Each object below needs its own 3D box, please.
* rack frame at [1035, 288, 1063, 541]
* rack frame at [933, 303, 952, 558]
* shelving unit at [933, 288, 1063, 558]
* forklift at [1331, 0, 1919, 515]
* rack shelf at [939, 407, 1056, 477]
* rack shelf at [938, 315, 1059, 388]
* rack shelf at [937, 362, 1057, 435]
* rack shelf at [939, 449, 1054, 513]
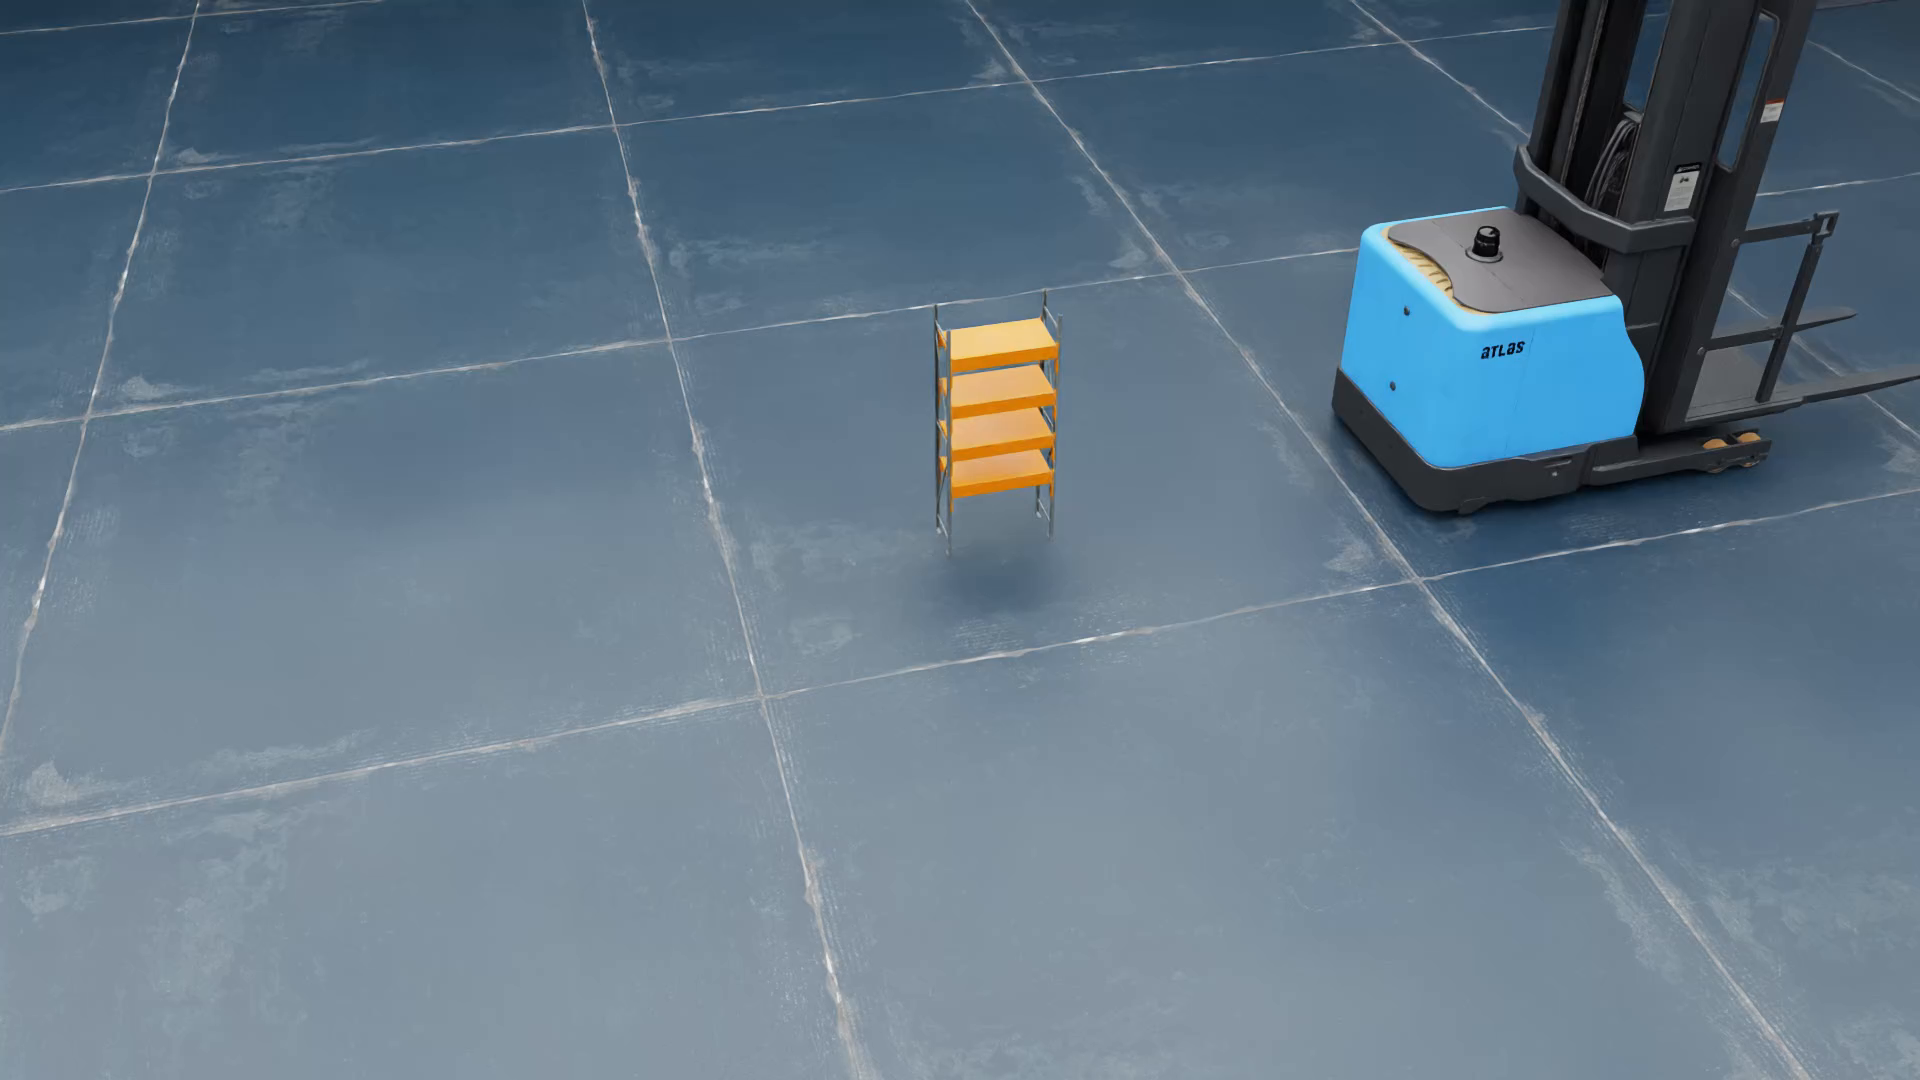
[{"bbox_3d":[0.395,-0.541,7.470,0.015,1.200,0.240,-9,38,-12],"label":"rack frame"},{"bbox_3d":[-0.076,-0.464,7.369,0.015,1.200,0.240,-9,38,-12],"label":"rack frame"},{"bbox_3d":[0.160,-0.503,7.420,0.503,1.200,0.258,-9,38,-12],"label":"shelving unit"},{"bbox_3d":[3.480,-1.792,7.680,3.031,2.935,1.130,-10,39,-13],"label":"forklift"},{"bbox_3d":[0.160,-0.449,7.461,0.480,0.148,0.258,-9,38,-12],"label":"rack shelf"},{"bbox_3d":[0.160,-0.815,7.181,0.480,0.148,0.258,-9,38,-12],"label":"rack shelf"},{"bbox_3d":[0.160,-0.627,7.325,0.480,0.148,0.258,-9,38,-12],"label":"rack shelf"},{"bbox_3d":[0.160,-0.292,7.581,0.480,0.148,0.258,-9,38,-12],"label":"rack shelf"}]
